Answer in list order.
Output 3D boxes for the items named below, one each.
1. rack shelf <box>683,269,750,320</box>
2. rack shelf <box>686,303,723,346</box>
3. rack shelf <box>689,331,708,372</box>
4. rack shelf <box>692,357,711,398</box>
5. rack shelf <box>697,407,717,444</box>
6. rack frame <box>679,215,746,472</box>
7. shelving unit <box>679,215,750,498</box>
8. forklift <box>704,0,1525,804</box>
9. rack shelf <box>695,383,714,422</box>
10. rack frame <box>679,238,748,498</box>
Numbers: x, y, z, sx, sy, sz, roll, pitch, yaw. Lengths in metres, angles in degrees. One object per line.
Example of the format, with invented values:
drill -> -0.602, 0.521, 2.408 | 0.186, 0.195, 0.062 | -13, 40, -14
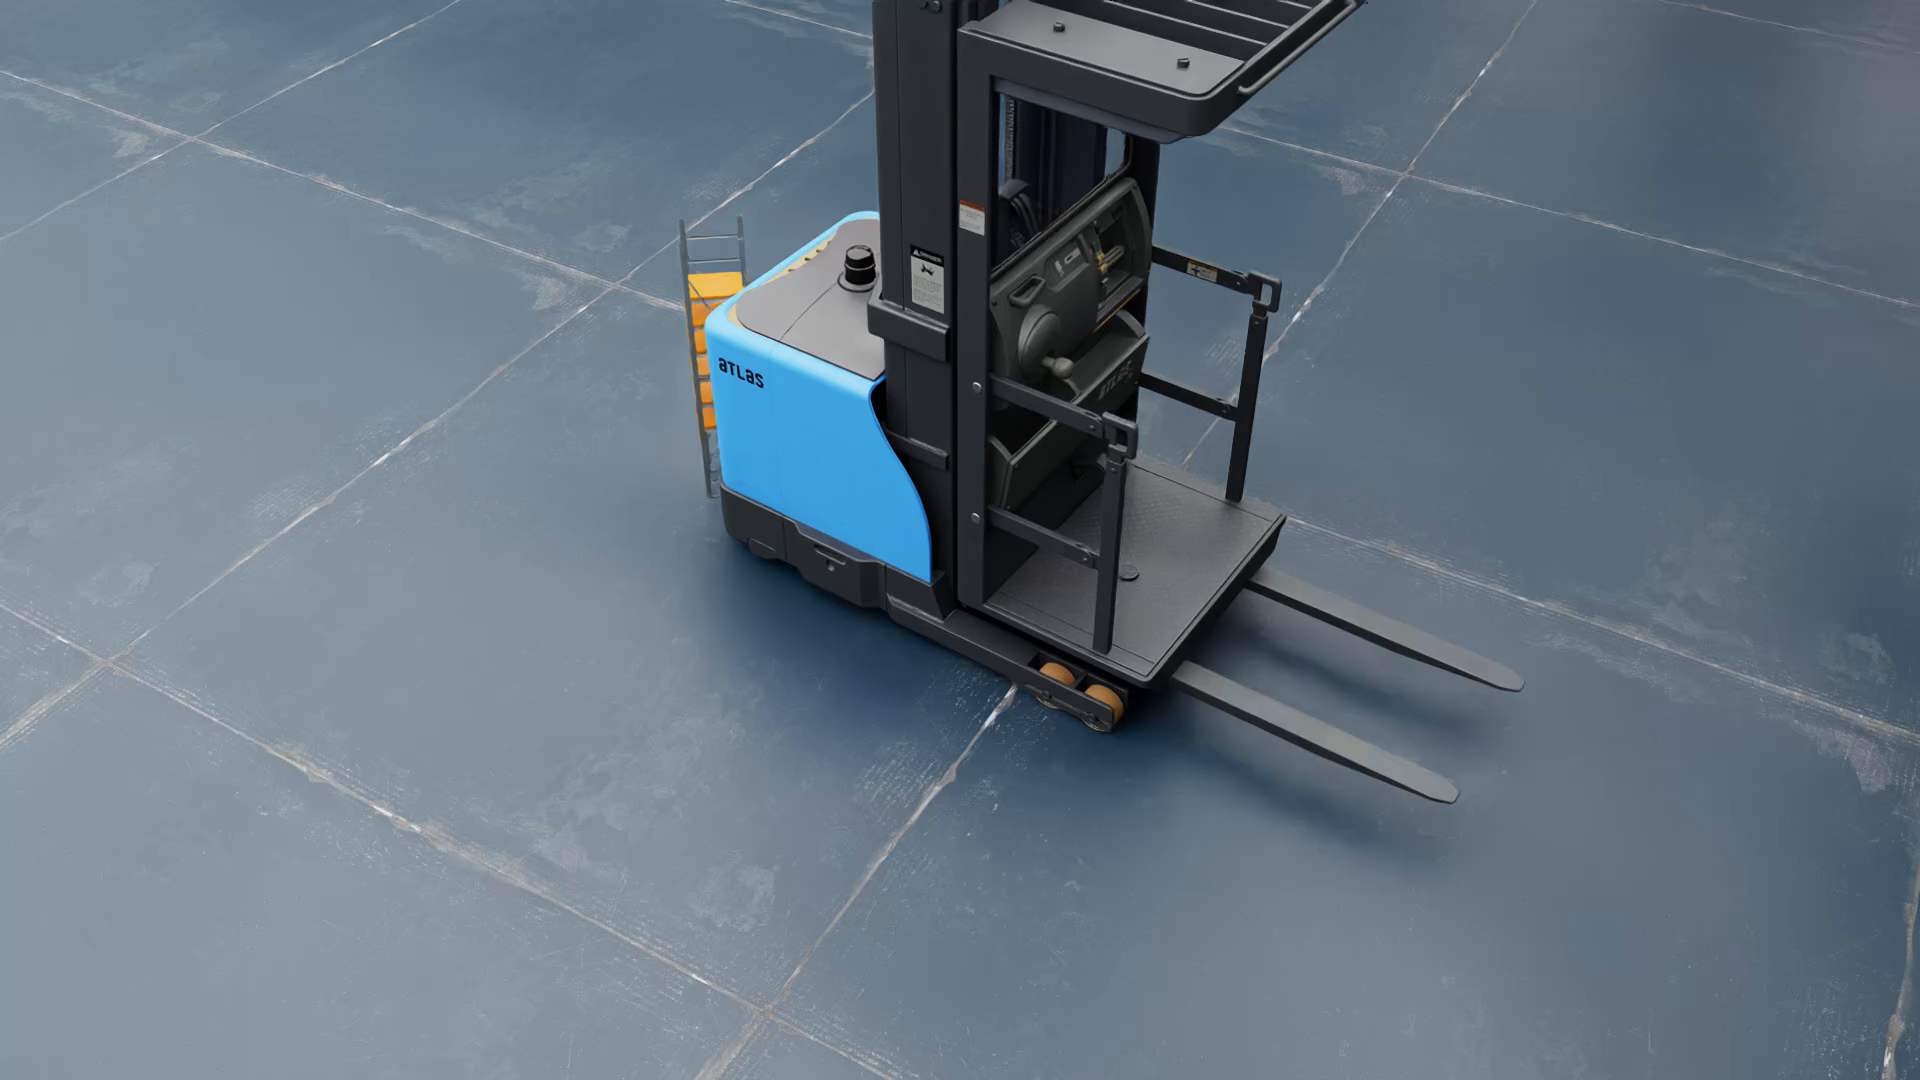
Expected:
rack shelf -> -0.940, -0.951, 6.438 | 0.258, 0.103, 0.180 | -5, 40, -6
rack shelf -> -0.941, -0.859, 6.514 | 0.258, 0.103, 0.180 | -5, 40, -6
rack shelf -> -0.942, -0.766, 6.590 | 0.258, 0.103, 0.180 | -5, 40, -6
rack shelf -> -0.943, -0.673, 6.666 | 0.258, 0.103, 0.180 | -5, 40, -6
rack shelf -> -0.945, -0.487, 6.818 | 0.258, 0.103, 0.180 | -5, 40, -6
rack frame -> -0.955, -0.765, 6.708 | 0.240, 1.200, 0.006 | -5, 40, -6
shelving unit -> -0.943, -0.707, 6.638 | 0.258, 1.200, 0.189 | -5, 40, -6
forklift -> 0.553, -0.818, 5.461 | 3.031, 2.935, 1.130 | 24, 47, 25
rack shelf -> -0.944, -0.580, 6.742 | 0.258, 0.103, 0.180 | -5, 40, -6
rack frame -> -0.930, -0.650, 6.568 | 0.240, 1.200, 0.006 | -5, 40, -6
